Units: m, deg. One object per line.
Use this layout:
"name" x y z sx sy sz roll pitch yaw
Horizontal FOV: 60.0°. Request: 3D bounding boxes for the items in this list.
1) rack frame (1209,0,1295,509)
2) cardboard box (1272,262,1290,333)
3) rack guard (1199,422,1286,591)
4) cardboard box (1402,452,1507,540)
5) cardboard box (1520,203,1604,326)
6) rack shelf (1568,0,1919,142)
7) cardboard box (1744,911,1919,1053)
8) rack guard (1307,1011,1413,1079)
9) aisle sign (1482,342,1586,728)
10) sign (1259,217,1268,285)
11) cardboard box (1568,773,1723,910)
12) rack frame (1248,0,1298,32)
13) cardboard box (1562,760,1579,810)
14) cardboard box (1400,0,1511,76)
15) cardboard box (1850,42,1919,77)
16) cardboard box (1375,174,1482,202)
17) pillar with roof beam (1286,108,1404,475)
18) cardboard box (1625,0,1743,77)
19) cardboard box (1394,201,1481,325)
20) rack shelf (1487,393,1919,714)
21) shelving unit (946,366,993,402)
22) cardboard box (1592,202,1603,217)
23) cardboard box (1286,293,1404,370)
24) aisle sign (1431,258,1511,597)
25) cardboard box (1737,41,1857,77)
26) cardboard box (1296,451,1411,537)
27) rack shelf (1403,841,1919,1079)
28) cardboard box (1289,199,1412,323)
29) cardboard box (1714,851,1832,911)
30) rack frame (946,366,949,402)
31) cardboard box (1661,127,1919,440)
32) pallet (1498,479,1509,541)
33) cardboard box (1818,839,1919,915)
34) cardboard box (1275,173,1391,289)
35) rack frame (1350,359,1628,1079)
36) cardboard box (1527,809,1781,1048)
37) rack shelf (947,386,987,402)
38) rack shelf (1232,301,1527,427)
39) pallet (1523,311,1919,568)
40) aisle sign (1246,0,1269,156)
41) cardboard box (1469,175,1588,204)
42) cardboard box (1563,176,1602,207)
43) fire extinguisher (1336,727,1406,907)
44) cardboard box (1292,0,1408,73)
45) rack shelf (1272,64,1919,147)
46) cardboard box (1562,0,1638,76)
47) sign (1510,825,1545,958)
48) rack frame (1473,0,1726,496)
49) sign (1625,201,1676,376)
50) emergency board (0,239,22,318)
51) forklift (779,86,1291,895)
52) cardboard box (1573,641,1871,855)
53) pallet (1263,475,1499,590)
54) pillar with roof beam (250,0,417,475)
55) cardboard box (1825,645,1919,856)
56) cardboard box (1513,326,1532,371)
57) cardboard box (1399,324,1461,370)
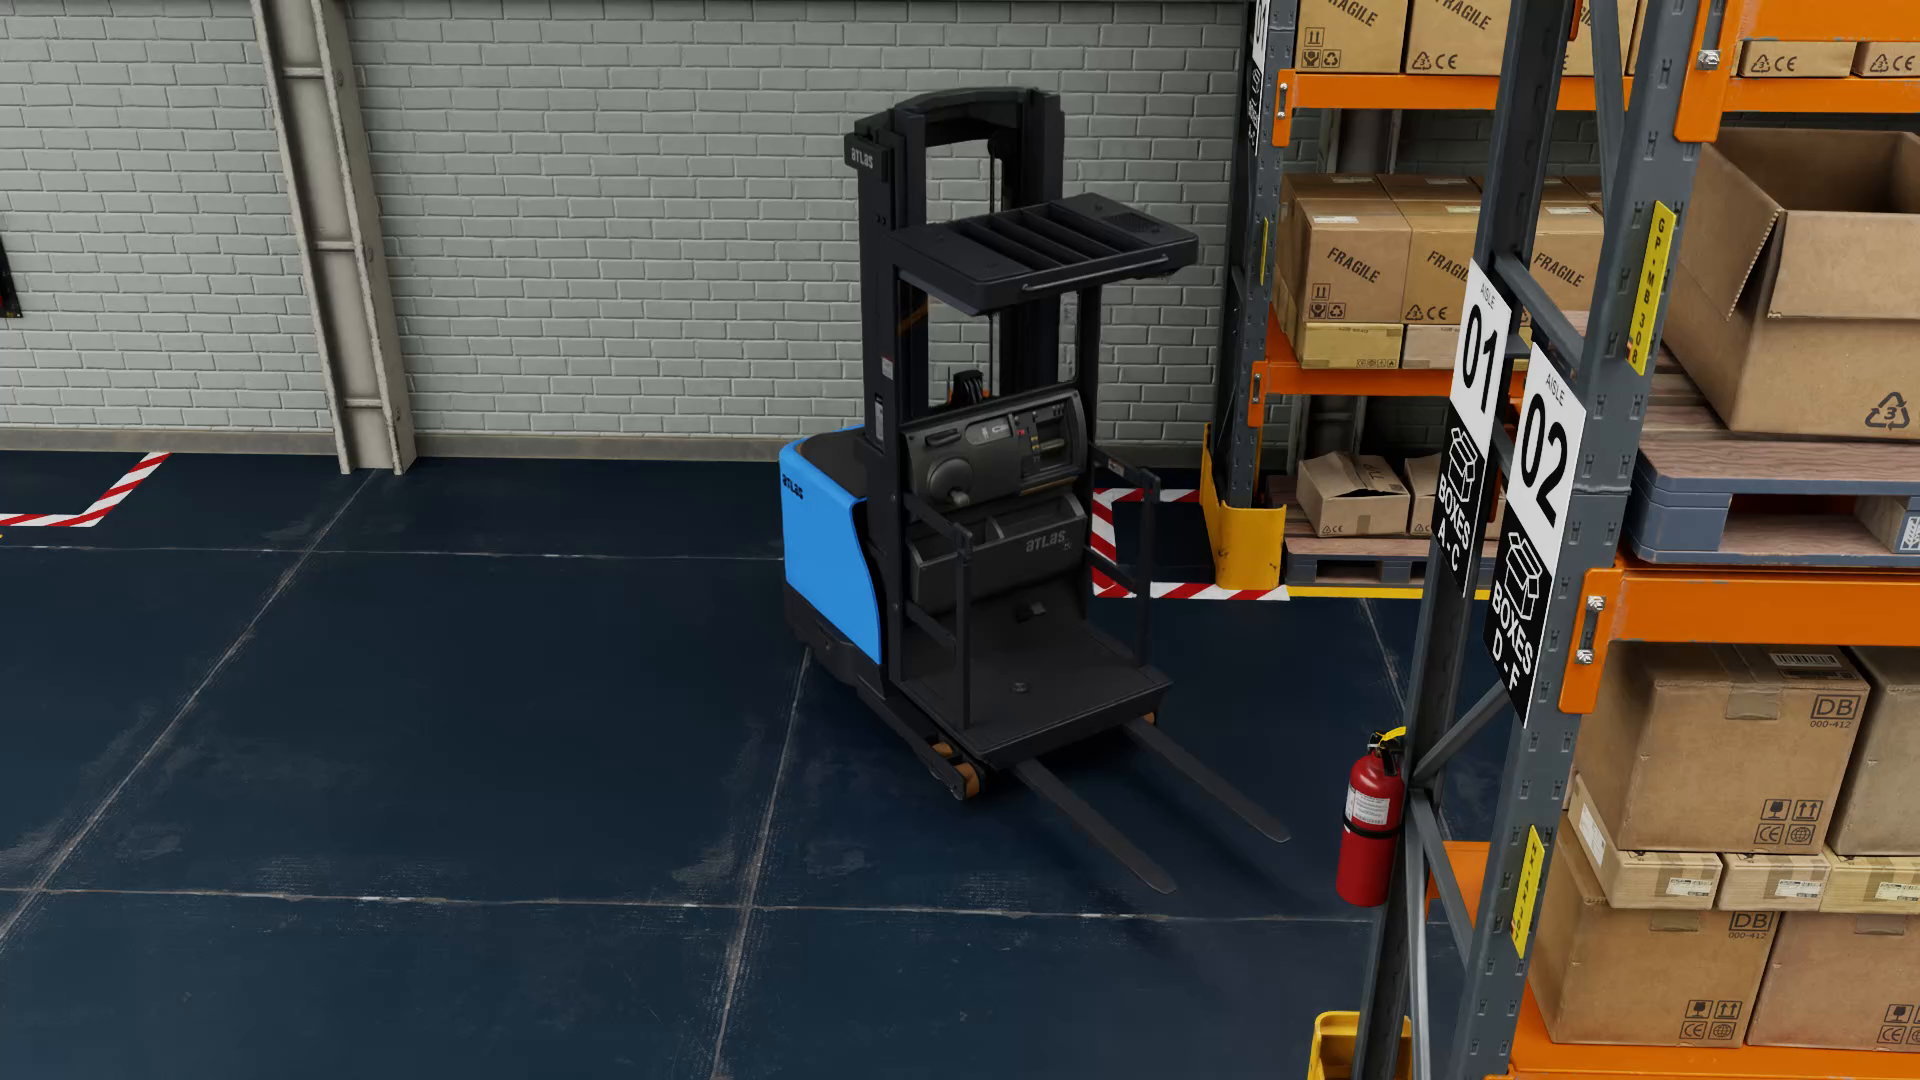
"rack frame" 1.545 -1.322 9.042 0.127 3.000 1.000 1 28 2
"cardboard box" 2.019 -1.348 9.229 0.500 0.250 0.500 1 28 3
"rack guard" 1.621 -0.217 9.625 0.348 0.500 1.175 1 28 2
"cardboard box" 2.803 -0.266 9.449 0.500 0.311 0.500 3 28 6
"cardboard box" 3.021 -1.423 8.570 0.500 0.500 0.500 0 28 0
"rack shelf" 3.373 -1.126 3.462 4.000 0.370 1.077 1 28 2
"cardboard box" 2.365 0.973 4.606 0.500 0.500 0.700 2 28 3
"rack guard" 1.350 2.101 5.254 0.348 0.500 1.175 1 28 2
"aisle sign" 1.298 -0.010 3.790 0.004 0.787 0.394 1 28 2
"sign" 1.526 -1.451 8.360 0.005 0.325 0.100 1 28 2
"cardboard box" 1.759 0.773 4.290 0.250 0.149 0.380 1 28 1
"rack frame" 1.545 -3.973 7.636 0.127 3.000 1.000 1 28 2
"cardboard box" 1.763 0.583 4.648 0.250 0.149 0.380 0 28 1
"cardboard box" 2.406 -2.552 8.031 0.500 0.500 0.500 3 28 5
"cardboard box" 4.524 -2.541 8.011 0.500 0.500 0.500 -1 28 -3
"cardboard box" 2.527 -1.675 9.045 0.500 0.500 0.500 1 28 2
"pillar with roof beam" 2.123 -2.351 4.577 0.400 9.000 9.100 1 28 2
"cardboard box" 3.461 -2.547 8.021 0.500 0.500 0.500 3 28 5
"cardboard box" 2.505 -1.435 8.592 0.500 0.500 0.500 1 28 2
"rack shelf" 3.373 0.022 4.071 4.000 0.370 1.077 1 28 2
"shelving unit" 0.053 -0.463 9.502 0.252 1.050 0.215 1 28 2
"cardboard box" 3.538 -1.420 8.565 0.500 0.500 0.500 2 28 3
"cardboard box" 2.022 -1.108 8.776 0.500 0.250 0.500 0 28 0
"aisle sign" 1.319 -0.291 4.320 0.004 0.787 0.394 1 28 2
"cardboard box" 3.969 -2.533 7.995 0.500 0.500 0.500 0 28 0
"cardboard box" 2.234 -0.275 9.467 0.500 0.311 0.500 -2 28 -4
"rack shelf" 3.373 1.347 4.774 4.000 0.370 1.077 1 28 2
"cardboard box" 2.012 -1.448 8.616 0.500 0.500 0.500 1 28 2
"cardboard box" 2.023 0.776 4.284 0.250 0.149 0.380 0 28 0
"rack frame" -0.068 -0.465 9.506 0.008 1.050 0.200 1 28 2
"cardboard box" 1.948 -0.610 3.788 0.637 0.503 0.797 3 28 5
"pallet" 3.648 -0.037 9.595 1.213 0.211 1.003 1 28 2
"cardboard box" 2.272 0.781 4.275 0.250 0.149 0.380 1 28 2
"cardboard box" 2.024 -1.688 9.069 0.500 0.500 0.500 1 28 1
"rack frame" 1.374 0.997 4.667 0.127 3.000 1.000 1 28 2
"cardboard box" 1.840 0.966 4.618 0.500 0.500 0.700 1 28 2
"rack shelf" 0.053 -0.704 9.374 0.240 0.259 0.215 1 28 2
"rack shelf" 3.544 -0.971 9.148 4.000 0.370 1.077 1 28 2
"pallet" 2.080 -0.266 3.941 1.213 0.211 1.003 1 28 2
"aisle sign" 1.463 -2.332 8.170 0.004 0.787 0.394 1 28 2
"cardboard box" 3.043 -1.668 9.033 0.500 0.500 0.500 0 28 0
"cardboard box" 3.547 -1.660 9.017 0.500 0.500 0.500 1 28 2
"fire extinguisher" 1.272 0.811 5.099 0.183 0.674 0.296 1 28 2
"cardboard box" 1.871 -2.578 8.080 0.500 0.500 0.500 2 28 3
"rack shelf" 3.544 -2.297 8.445 4.000 0.370 1.077 1 28 2
"cardboard box" 2.925 -2.546 8.019 0.500 0.500 0.500 2 28 4
"sign" 1.349 0.839 3.956 0.005 0.325 0.100 1 28 2
"rack frame" 1.374 -1.654 3.262 0.127 3.000 1.000 1 28 2
"sign" 1.349 -0.490 3.252 0.005 0.325 0.100 1 28 2
"emergency board" -6.189 -1.873 10.081 0.643 1.169 0.194 1 28 2
"forklift" 0.288 -0.370 7.318 1.130 2.935 3.031 -17 32 -28
"cardboard box" 1.893 0.394 4.313 0.500 0.500 0.700 1 28 2
"pallet" 2.432 -0.059 9.636 1.213 0.211 1.003 1 28 2
"pillar with roof beam" -3.873 -2.450 4.764 0.400 9.000 9.100 1 28 2
"cardboard box" 2.419 0.400 4.301 0.500 0.500 0.700 0 28 0
"cardboard box" 3.050 -1.095 8.752 0.500 0.250 0.500 1 28 1
"cardboard box" 2.541 -1.106 8.773 0.500 0.250 0.500 0 28 0
